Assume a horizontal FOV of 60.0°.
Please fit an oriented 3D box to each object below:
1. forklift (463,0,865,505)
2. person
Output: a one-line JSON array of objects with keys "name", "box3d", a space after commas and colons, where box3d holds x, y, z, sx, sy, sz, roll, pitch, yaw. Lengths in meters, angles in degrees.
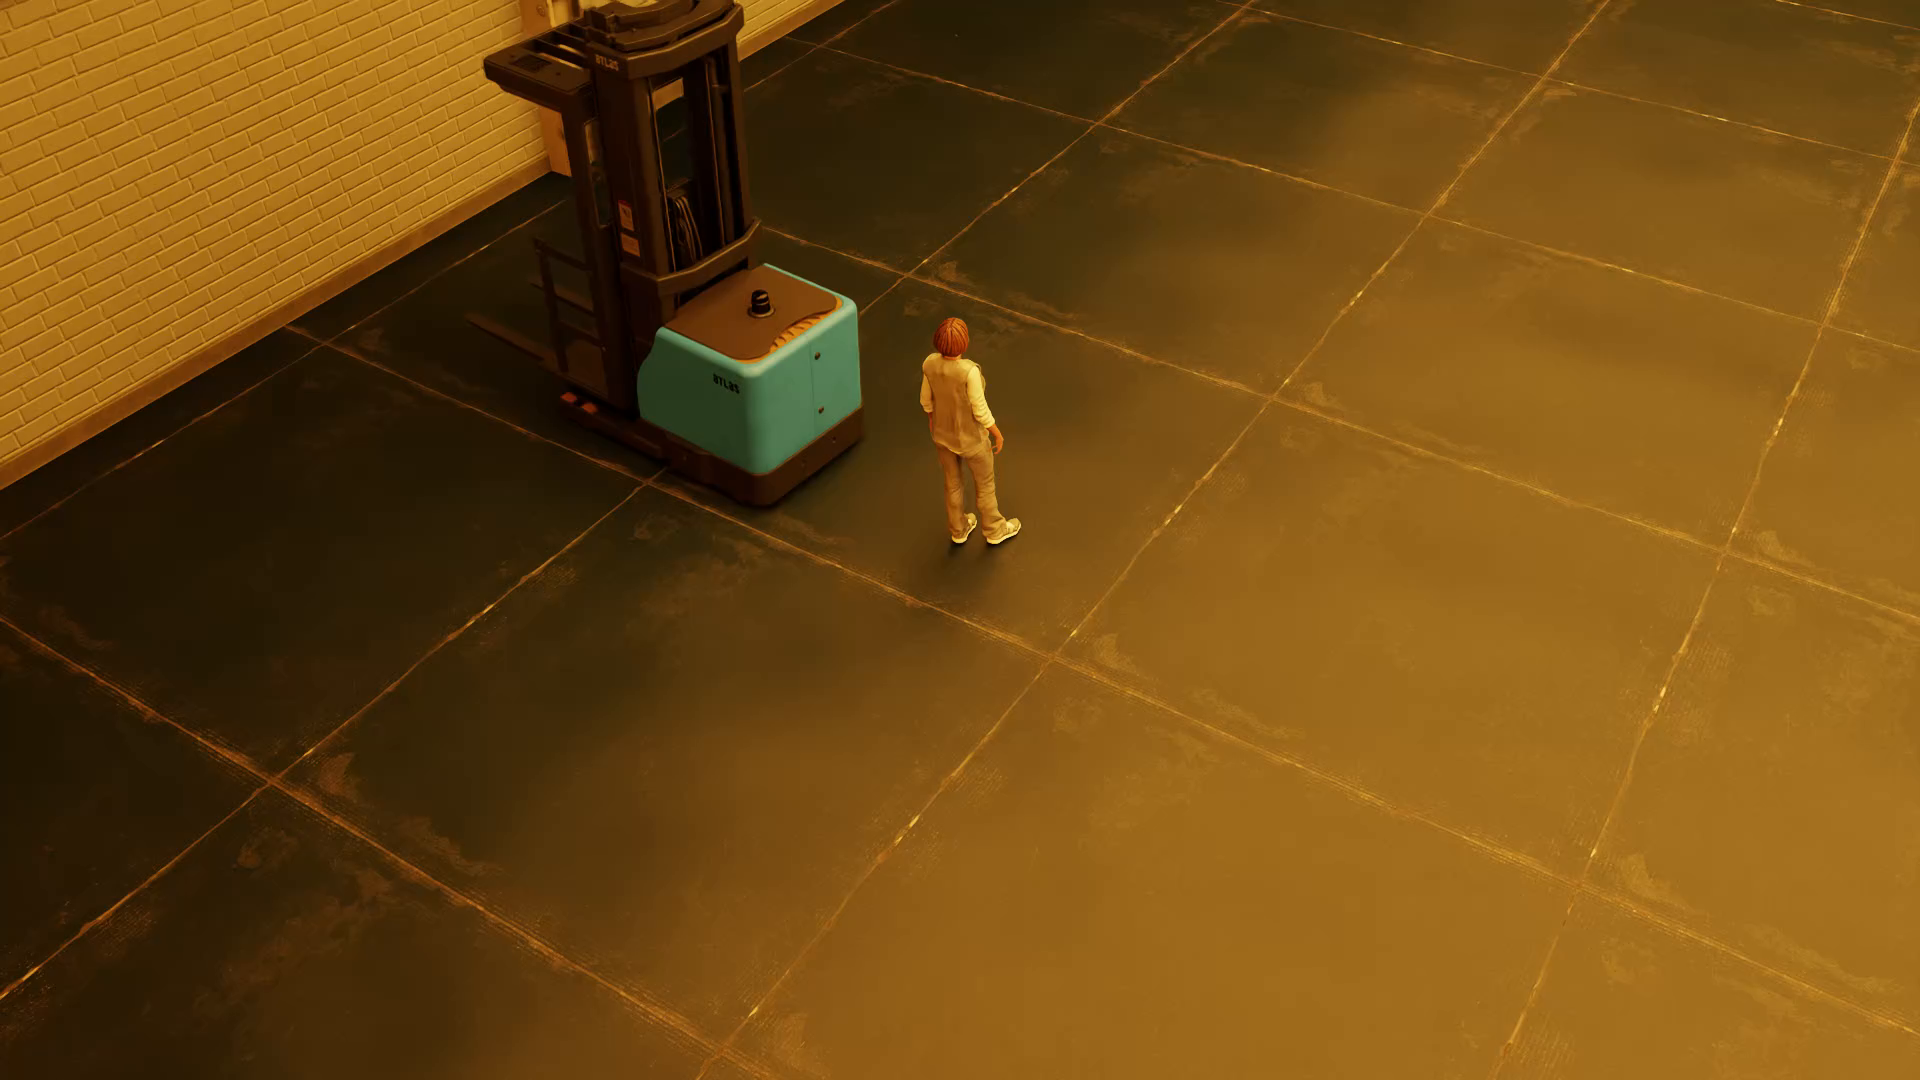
[{"name": "forklift", "box3d": [-2.106, -2.112, 10.459, 3.031, 2.935, 1.130, 26, 47, 27]}, {"name": "person", "box3d": [0.052, -0.650, 9.755, 0.519, 1.598, 0.474, 22, 45, 24]}]
